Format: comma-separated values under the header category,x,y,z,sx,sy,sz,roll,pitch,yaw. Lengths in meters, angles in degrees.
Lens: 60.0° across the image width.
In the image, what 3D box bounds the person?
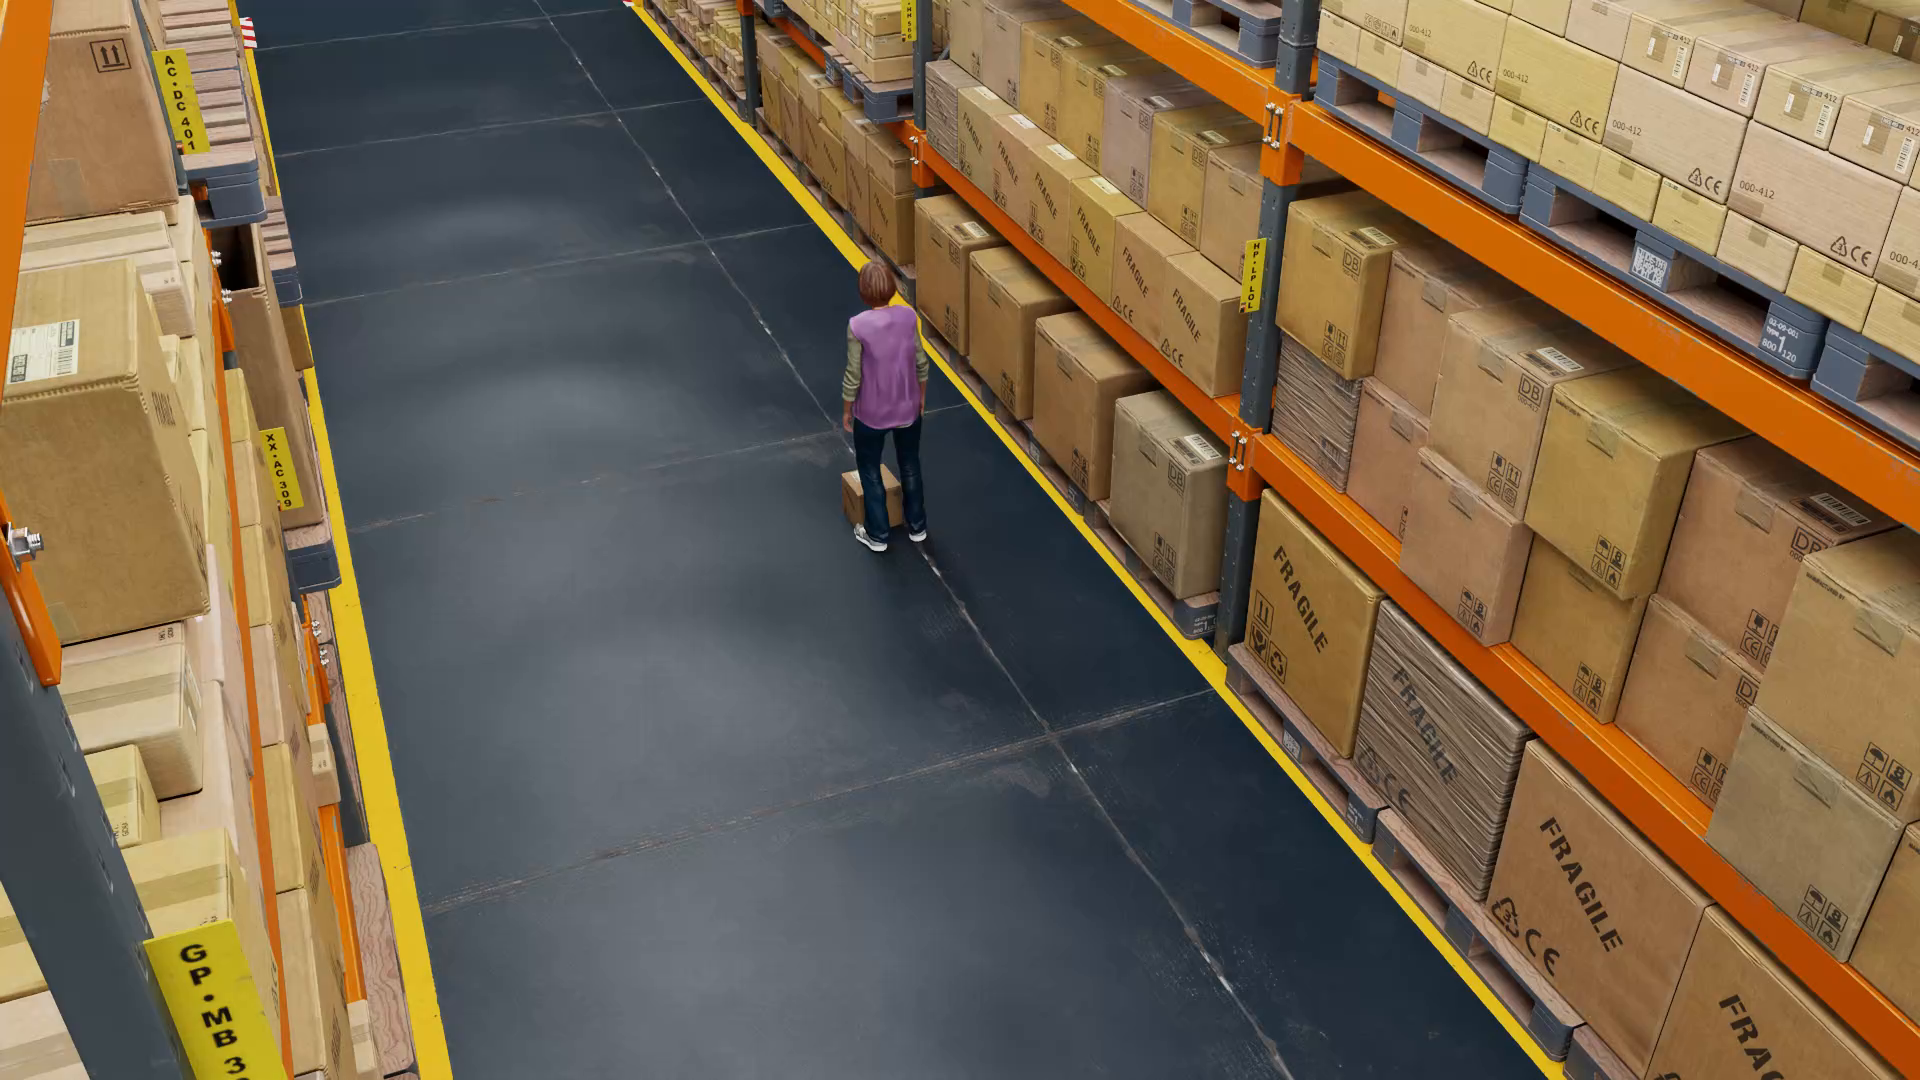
category,x,y,z,sx,sy,sz,roll,pitch,yaw
person,-0.378,-0.662,8.514,0.461,1.593,0.343,-13,36,-18
